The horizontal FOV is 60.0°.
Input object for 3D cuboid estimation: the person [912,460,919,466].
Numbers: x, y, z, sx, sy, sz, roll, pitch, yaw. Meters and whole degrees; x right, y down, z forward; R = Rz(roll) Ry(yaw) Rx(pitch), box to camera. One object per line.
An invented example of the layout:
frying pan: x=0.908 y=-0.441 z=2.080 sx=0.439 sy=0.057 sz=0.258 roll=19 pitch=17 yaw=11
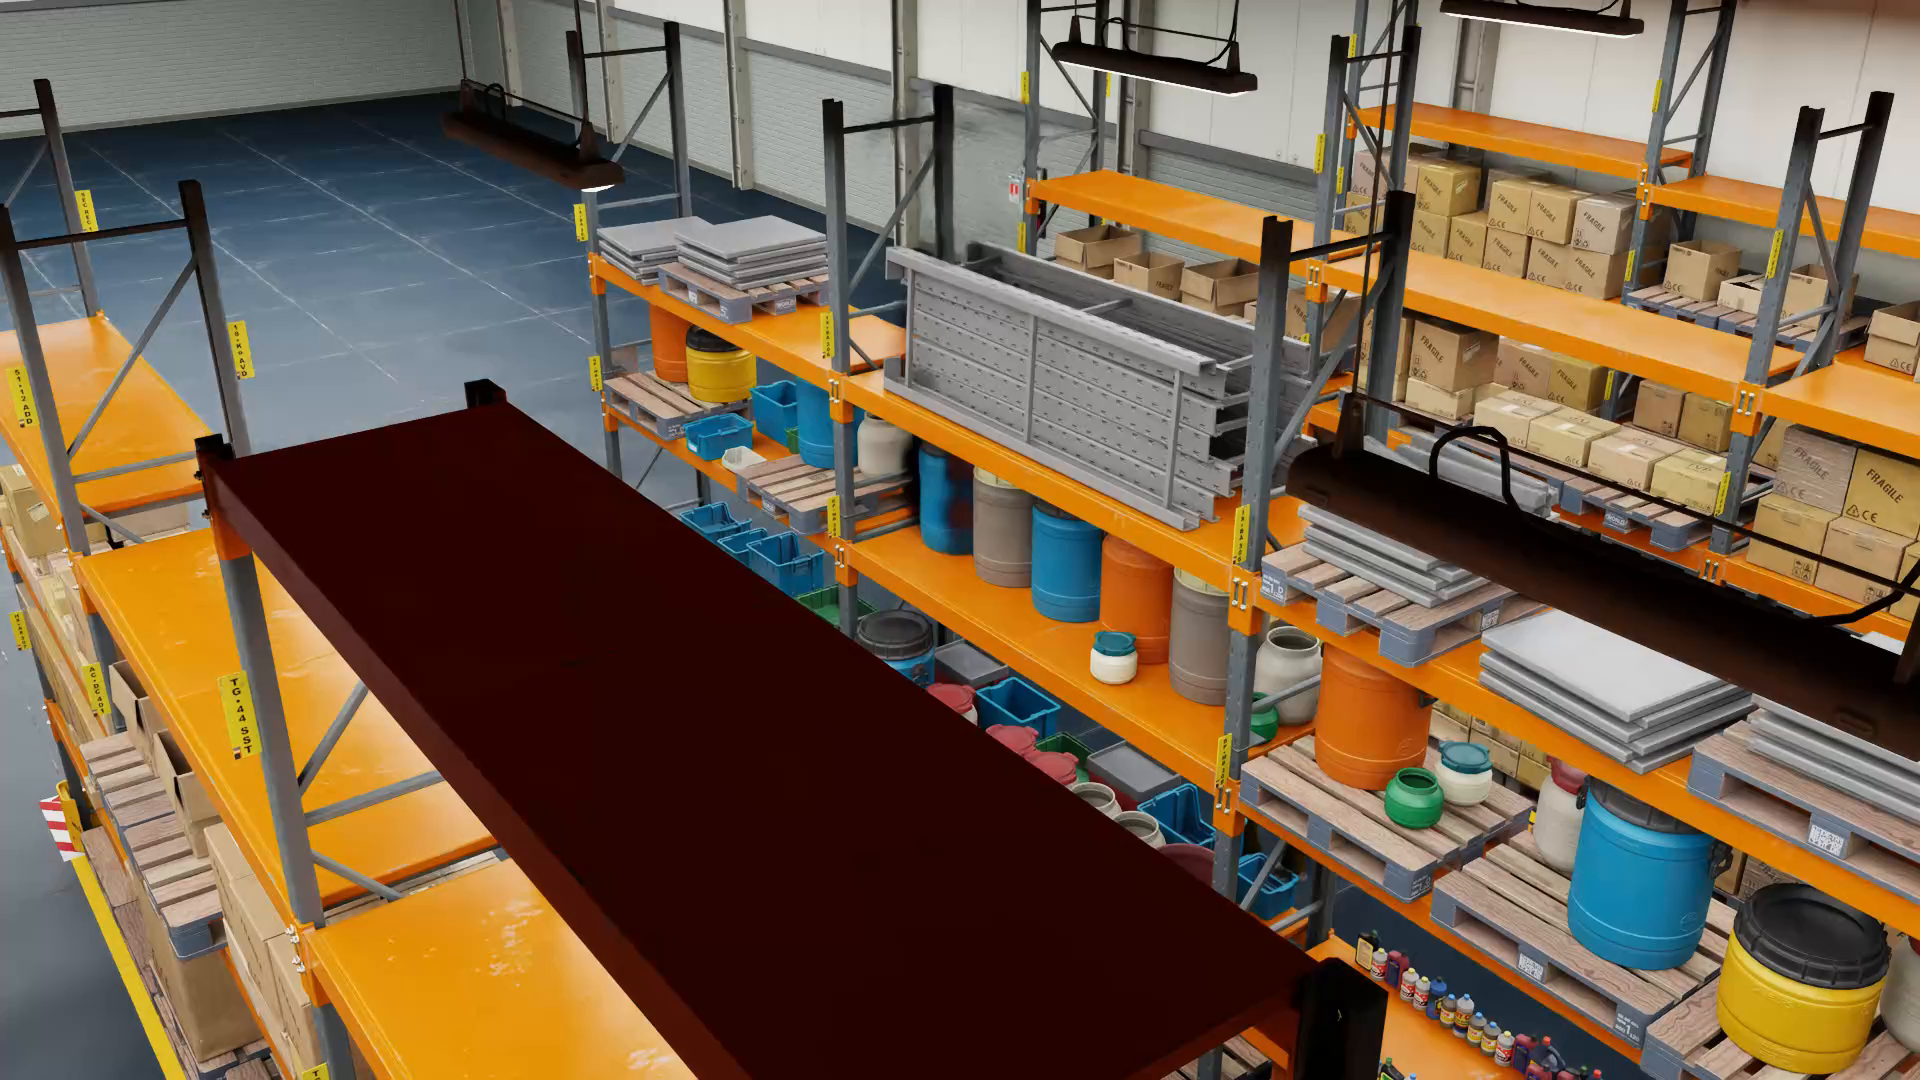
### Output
person: x=-0.853 y=-1.334 z=19.876 sx=0.892 sy=1.662 sz=0.657 roll=-3 pitch=25 yaw=-6

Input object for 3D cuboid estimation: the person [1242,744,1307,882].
person: x=2.328 y=1.797 z=12.495 sx=0.689 sy=1.794 sz=0.815 roll=-20 pitch=32 yaw=-37
